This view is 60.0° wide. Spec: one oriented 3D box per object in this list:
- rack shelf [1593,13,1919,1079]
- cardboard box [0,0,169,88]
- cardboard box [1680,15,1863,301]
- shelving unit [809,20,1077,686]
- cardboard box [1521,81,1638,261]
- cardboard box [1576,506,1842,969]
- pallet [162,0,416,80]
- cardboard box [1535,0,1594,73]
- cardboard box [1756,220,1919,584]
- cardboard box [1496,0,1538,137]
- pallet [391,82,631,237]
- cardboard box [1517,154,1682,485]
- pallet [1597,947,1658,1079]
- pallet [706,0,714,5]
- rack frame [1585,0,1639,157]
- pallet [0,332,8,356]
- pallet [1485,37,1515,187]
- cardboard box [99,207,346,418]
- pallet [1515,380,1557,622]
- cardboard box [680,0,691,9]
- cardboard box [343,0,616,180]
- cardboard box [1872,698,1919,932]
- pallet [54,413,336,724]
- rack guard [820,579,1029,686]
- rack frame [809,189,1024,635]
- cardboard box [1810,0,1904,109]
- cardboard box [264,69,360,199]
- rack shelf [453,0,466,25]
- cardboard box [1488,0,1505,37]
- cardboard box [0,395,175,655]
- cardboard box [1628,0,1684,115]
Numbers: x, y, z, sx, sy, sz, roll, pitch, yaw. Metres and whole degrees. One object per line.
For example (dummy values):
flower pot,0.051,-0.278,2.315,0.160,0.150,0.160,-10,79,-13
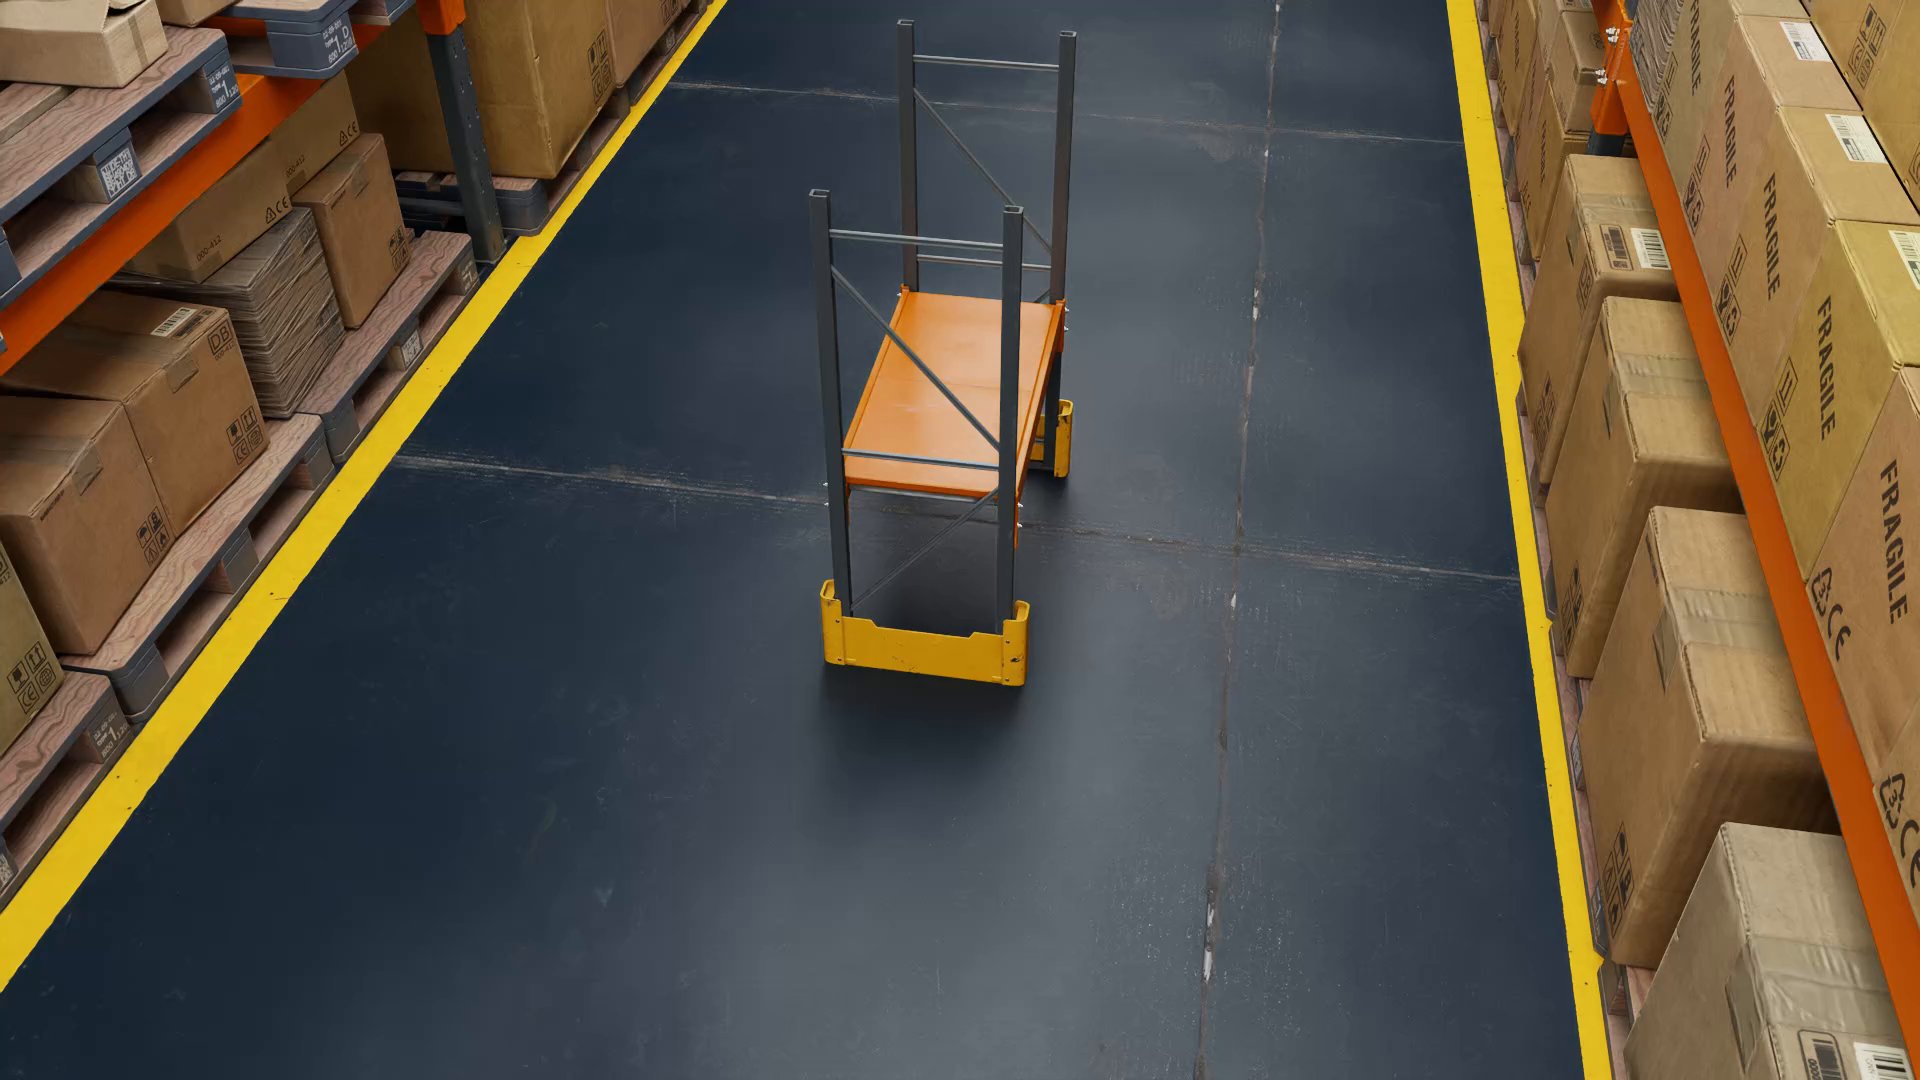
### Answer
rack shelf,2.209,-0.183,3.682,1.077,0.370,4.000,6,40,8
cardboard box,-2.335,-1.360,4.317,0.396,0.266,0.258,5,40,6
cardboard box,2.039,-0.866,3.865,0.500,0.500,0.500,6,40,8
shelving unit,-0.013,-0.530,4.714,0.587,1.500,1.083,6,40,8
cardboard box,2.412,-1.356,6.168,0.500,0.500,0.500,6,40,7
cardboard box,2.052,0.495,3.733,1.050,0.750,0.750,6,40,8
pallet,-2.331,-1.793,5.215,1.213,0.211,1.003,6,40,8
cardboard box,2.492,-1.980,6.334,0.500,0.250,0.500,7,40,8
cardboard box,1.865,-0.235,3.102,0.500,0.500,0.500,7,40,8
cardboard box,2.581,-2.015,6.965,0.500,0.500,0.500,5,40,6
pallet,-2.102,-1.738,7.186,1.003,0.211,1.213,6,40,8
cardboard box,2.361,-0.638,5.104,1.050,0.750,0.750,6,40,7
pallet,1.922,1.377,3.419,1.003,0.211,1.213,6,40,8
pallet,-1.680,-3.269,9.038,1.003,0.211,1.213,6,40,8
rack frame,2.555,-1.716,4.971,1.000,3.000,0.127,6,40,8
pallet,-2.729,-0.205,3.295,1.003,0.211,1.213,6,40,8
pallet,2.905,-1.895,7.376,1.003,0.211,1.213,6,40,8
cardboard box,-2.492,-0.760,5.432,0.700,0.500,0.500,3,40,4
pallet,2.344,-0.155,5.271,1.003,0.211,1.213,6,40,8
cardboard box,-1.865,-3.215,8.122,1.225,0.875,0.875,5,40,6
cardboard box,-2.173,-2.100,6.774,1.225,0.875,0.875,5,40,6
cardboard box,1.690,0.399,2.335,0.500,0.500,0.500,6,40,7
pallet,-2.663,0.002,5.082,1.003,0.211,1.213,6,40,8
rack guard,-0.099,0.264,4.734,0.587,0.250,0.087,6,40,8
rack frame,-0.103,-0.205,4.321,0.500,1.500,0.032,6,40,8
cardboard box,2.295,-1.219,3.507,0.700,0.500,0.500,6,40,7
cardboard box,-2.399,-1.398,5.614,0.500,0.250,0.500,8,40,9
rack shelf,-1.966,-3.304,7.457,1.077,0.370,4.000,6,40,8
cardboard box,2.768,-2.658,7.743,0.500,0.500,0.500,8,40,10
cardboard box,-2.680,-0.053,4.577,0.700,0.500,0.500,3,40,4
cardboard box,2.212,-1.502,4.635,0.500,0.500,0.500,7,40,8
